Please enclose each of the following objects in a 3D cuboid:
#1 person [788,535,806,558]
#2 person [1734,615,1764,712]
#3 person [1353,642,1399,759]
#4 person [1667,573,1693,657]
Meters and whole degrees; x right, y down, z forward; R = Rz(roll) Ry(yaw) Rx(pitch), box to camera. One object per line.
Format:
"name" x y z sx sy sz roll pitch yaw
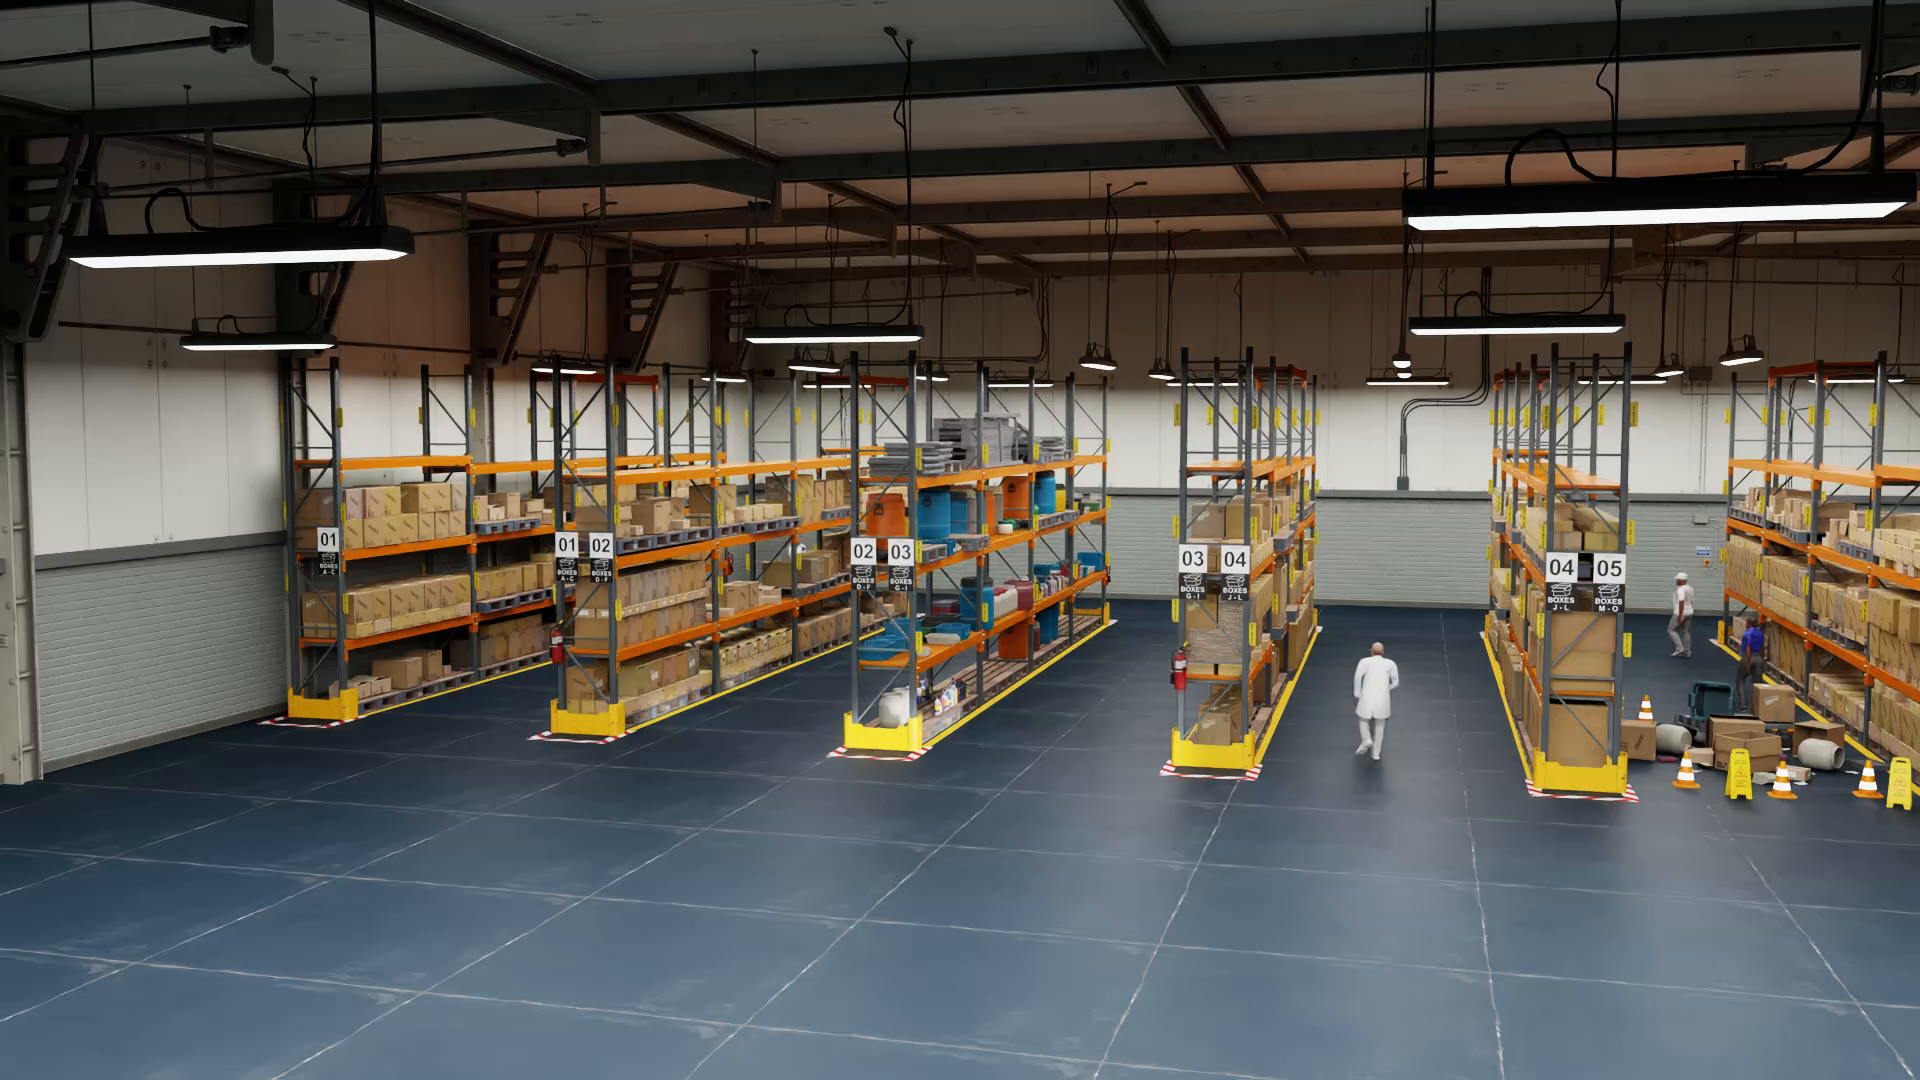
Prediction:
"person" -4.563 0.701 46.515 0.541 1.735 0.848 -3 5 -39
"person" 13.450 2.132 28.217 0.453 1.697 0.552 0 4 -1
"person" 6.149 2.366 24.599 0.650 1.673 0.826 1 4 15
"person" 15.127 1.568 34.798 0.596 1.771 0.439 -3 5 -33
